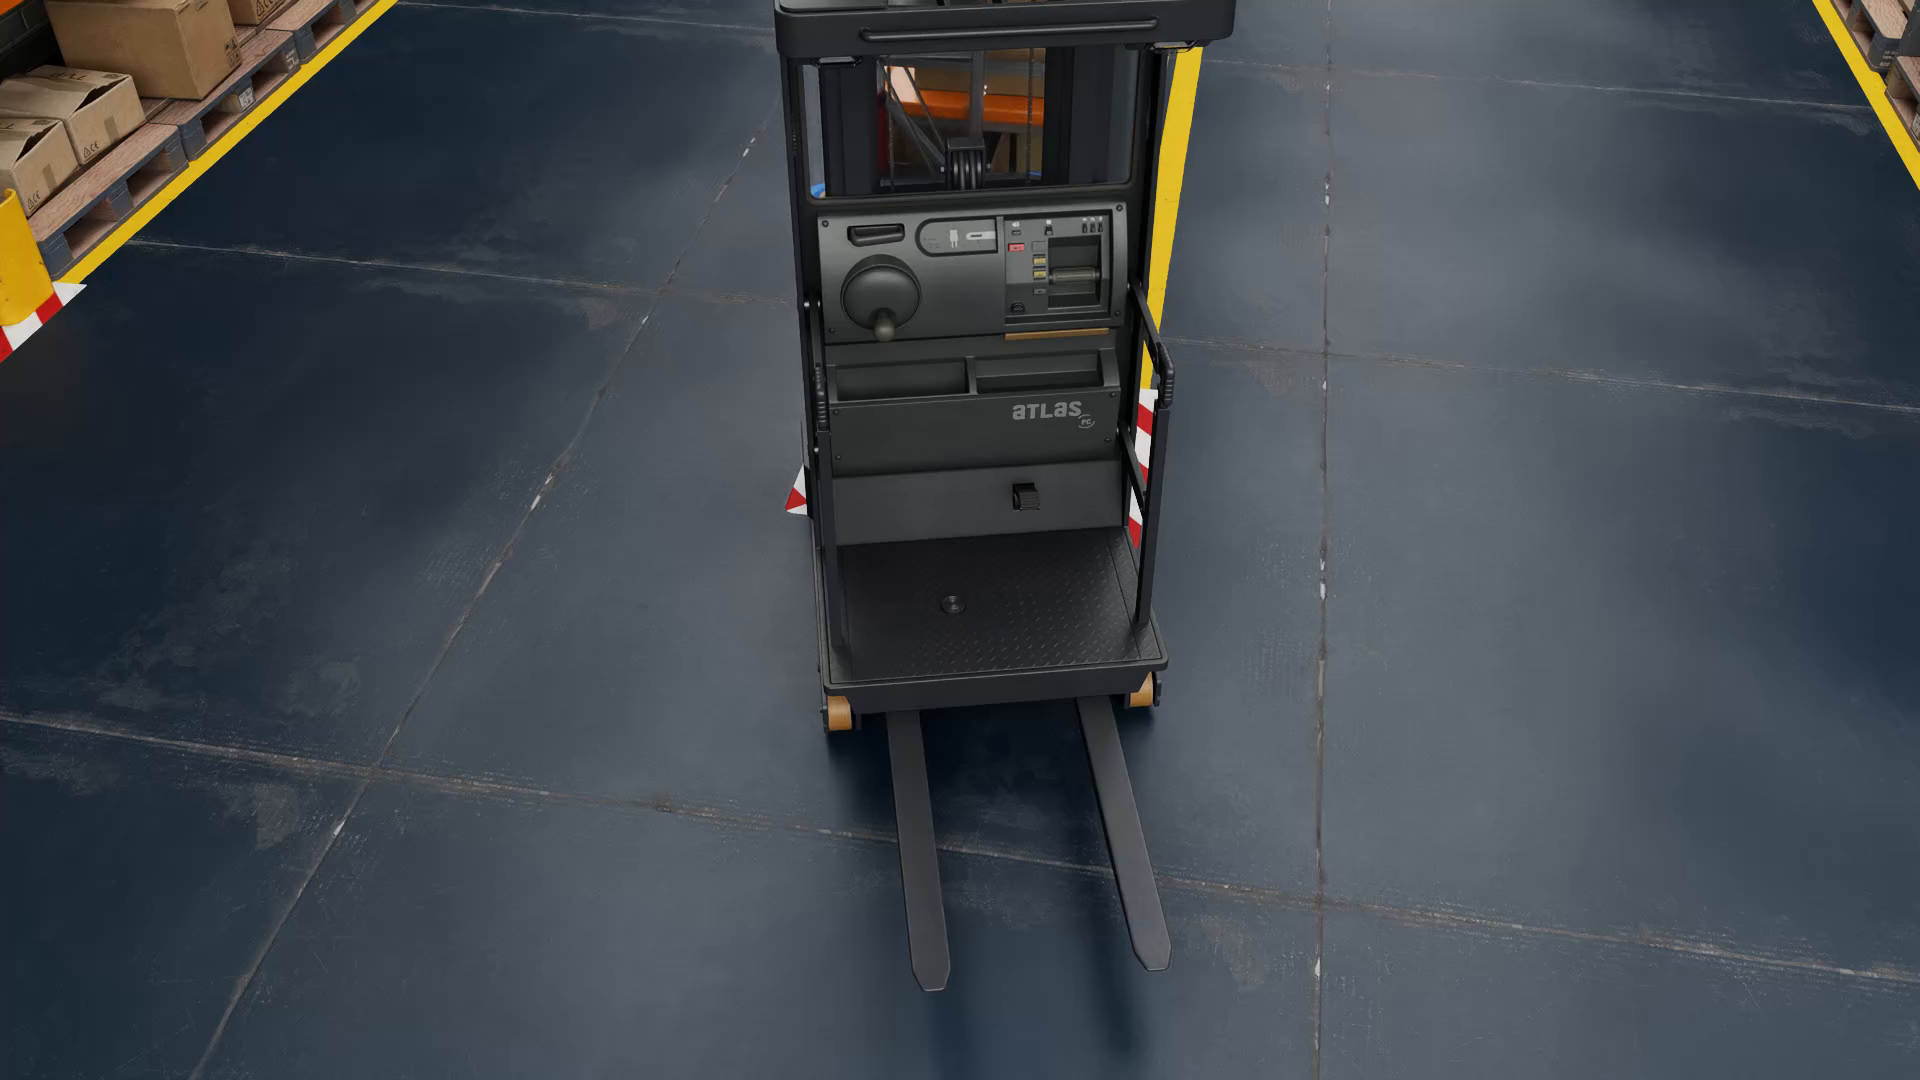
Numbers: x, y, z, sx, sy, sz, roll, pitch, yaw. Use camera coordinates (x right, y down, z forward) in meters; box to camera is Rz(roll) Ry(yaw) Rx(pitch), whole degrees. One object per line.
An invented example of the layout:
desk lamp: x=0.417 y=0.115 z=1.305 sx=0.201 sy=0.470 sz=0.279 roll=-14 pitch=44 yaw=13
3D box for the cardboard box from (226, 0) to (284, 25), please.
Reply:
cardboard box: x=-4.206 y=-3.287 z=9.488 sx=0.500 sy=0.500 sz=0.500 roll=4 pitch=40 yaw=4

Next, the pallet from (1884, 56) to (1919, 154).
pallet: x=5.535 y=-2.153 z=8.688 sx=1.003 sy=0.211 sz=1.213 roll=6 pitch=40 yaw=8

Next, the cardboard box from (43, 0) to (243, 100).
cardboard box: x=-4.275 y=-2.669 z=8.741 sx=0.700 sy=0.500 sz=0.500 roll=4 pitch=40 yaw=5

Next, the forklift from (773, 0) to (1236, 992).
forklift: x=0.068 y=-0.734 z=4.838 sx=1.130 sy=2.935 sz=3.031 roll=-4 pitch=40 yaw=-5

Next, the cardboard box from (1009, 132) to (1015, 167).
cardboard box: x=0.080 y=-2.072 z=7.642 sx=0.500 sy=0.500 sz=0.500 roll=6 pitch=40 yaw=8

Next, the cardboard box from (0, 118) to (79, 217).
cardboard box: x=-4.550 y=-1.784 z=7.818 sx=0.500 sy=0.311 sz=0.500 roll=2 pitch=40 yaw=3

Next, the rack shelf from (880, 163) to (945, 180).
rack shelf: x=-0.139 y=-1.097 z=6.150 sx=0.431 sy=0.518 sz=0.480 roll=1 pitch=32 yaw=-1

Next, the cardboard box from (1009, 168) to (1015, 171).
cardboard box: x=-0.002 y=-1.469 z=7.501 sx=0.500 sy=0.250 sz=0.500 roll=6 pitch=40 yaw=8

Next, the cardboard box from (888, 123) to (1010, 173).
cardboard box: x=-0.079 y=-1.443 z=6.881 sx=0.500 sy=0.500 sz=0.500 roll=6 pitch=40 yaw=8

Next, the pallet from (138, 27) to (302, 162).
pallet: x=-4.356 y=-2.469 z=9.070 sx=1.003 sy=0.211 sz=1.213 roll=6 pitch=40 yaw=8

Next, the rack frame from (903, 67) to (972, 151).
rack frame: x=-0.140 y=-1.238 z=6.350 sx=0.400 sy=2.100 sz=0.015 roll=1 pitch=32 yaw=-1

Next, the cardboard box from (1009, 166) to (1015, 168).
cardboard box: x=0.083 y=-1.783 z=7.881 sx=0.500 sy=0.250 sz=0.500 roll=6 pitch=40 yaw=8

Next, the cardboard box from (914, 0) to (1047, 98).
cardboard box: x=0.215 y=-2.012 z=6.252 sx=0.700 sy=0.500 sz=0.500 roll=6 pitch=40 yaw=8

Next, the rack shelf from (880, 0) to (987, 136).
rack shelf: x=-0.124 y=-1.690 z=5.779 sx=0.431 sy=0.518 sz=0.480 roll=1 pitch=32 yaw=-1

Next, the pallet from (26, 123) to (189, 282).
pallet: x=-4.569 y=-1.705 z=8.147 sx=1.003 sy=0.211 sz=1.213 roll=6 pitch=40 yaw=8

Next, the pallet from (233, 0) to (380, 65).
pallet: x=-4.147 y=-3.237 z=9.999 sx=1.003 sy=0.211 sz=1.213 roll=6 pitch=40 yaw=8

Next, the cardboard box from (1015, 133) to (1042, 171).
cardboard box: x=0.518 y=-1.700 z=7.191 sx=0.500 sy=0.500 sz=0.500 roll=6 pitch=40 yaw=8

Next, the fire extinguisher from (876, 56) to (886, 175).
fire extinguisher: x=-0.356 y=-1.630 z=5.928 sx=0.296 sy=0.674 sz=0.183 roll=6 pitch=40 yaw=8

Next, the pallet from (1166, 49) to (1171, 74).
pallet: x=0.635 y=-2.624 z=9.258 sx=1.003 sy=0.211 sz=1.213 roll=6 pitch=40 yaw=8

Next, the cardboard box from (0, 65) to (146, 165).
cardboard box: x=-4.451 y=-2.142 z=8.251 sx=0.500 sy=0.311 sz=0.500 roll=10 pitch=41 yaw=11

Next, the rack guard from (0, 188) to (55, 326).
rack guard: x=-4.745 y=-1.311 z=7.443 sx=1.175 sy=0.500 sz=0.348 roll=6 pitch=40 yaw=8

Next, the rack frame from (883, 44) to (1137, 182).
rack frame: x=0.122 y=-1.682 z=5.931 sx=1.000 sy=3.000 sz=0.127 roll=6 pitch=40 yaw=8

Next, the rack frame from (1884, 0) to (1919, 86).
rack frame: x=5.692 y=-3.644 z=8.304 sx=1.000 sy=3.000 sz=0.127 roll=6 pitch=40 yaw=8

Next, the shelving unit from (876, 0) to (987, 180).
shelving unit: x=-0.138 y=-1.108 z=6.143 sx=0.431 sy=2.100 sz=0.503 roll=1 pitch=32 yaw=-1

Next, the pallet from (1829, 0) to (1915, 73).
pallet: x=5.790 y=-3.067 z=9.793 sx=1.003 sy=0.211 sz=1.213 roll=6 pitch=40 yaw=8

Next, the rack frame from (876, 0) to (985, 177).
rack frame: x=-0.137 y=-0.979 z=5.936 sx=0.400 sy=2.100 sz=0.015 roll=1 pitch=32 yaw=-1

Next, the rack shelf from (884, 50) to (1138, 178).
rack shelf: x=0.468 y=-2.660 z=7.678 sx=1.077 sy=0.370 sz=4.000 roll=6 pitch=40 yaw=8
